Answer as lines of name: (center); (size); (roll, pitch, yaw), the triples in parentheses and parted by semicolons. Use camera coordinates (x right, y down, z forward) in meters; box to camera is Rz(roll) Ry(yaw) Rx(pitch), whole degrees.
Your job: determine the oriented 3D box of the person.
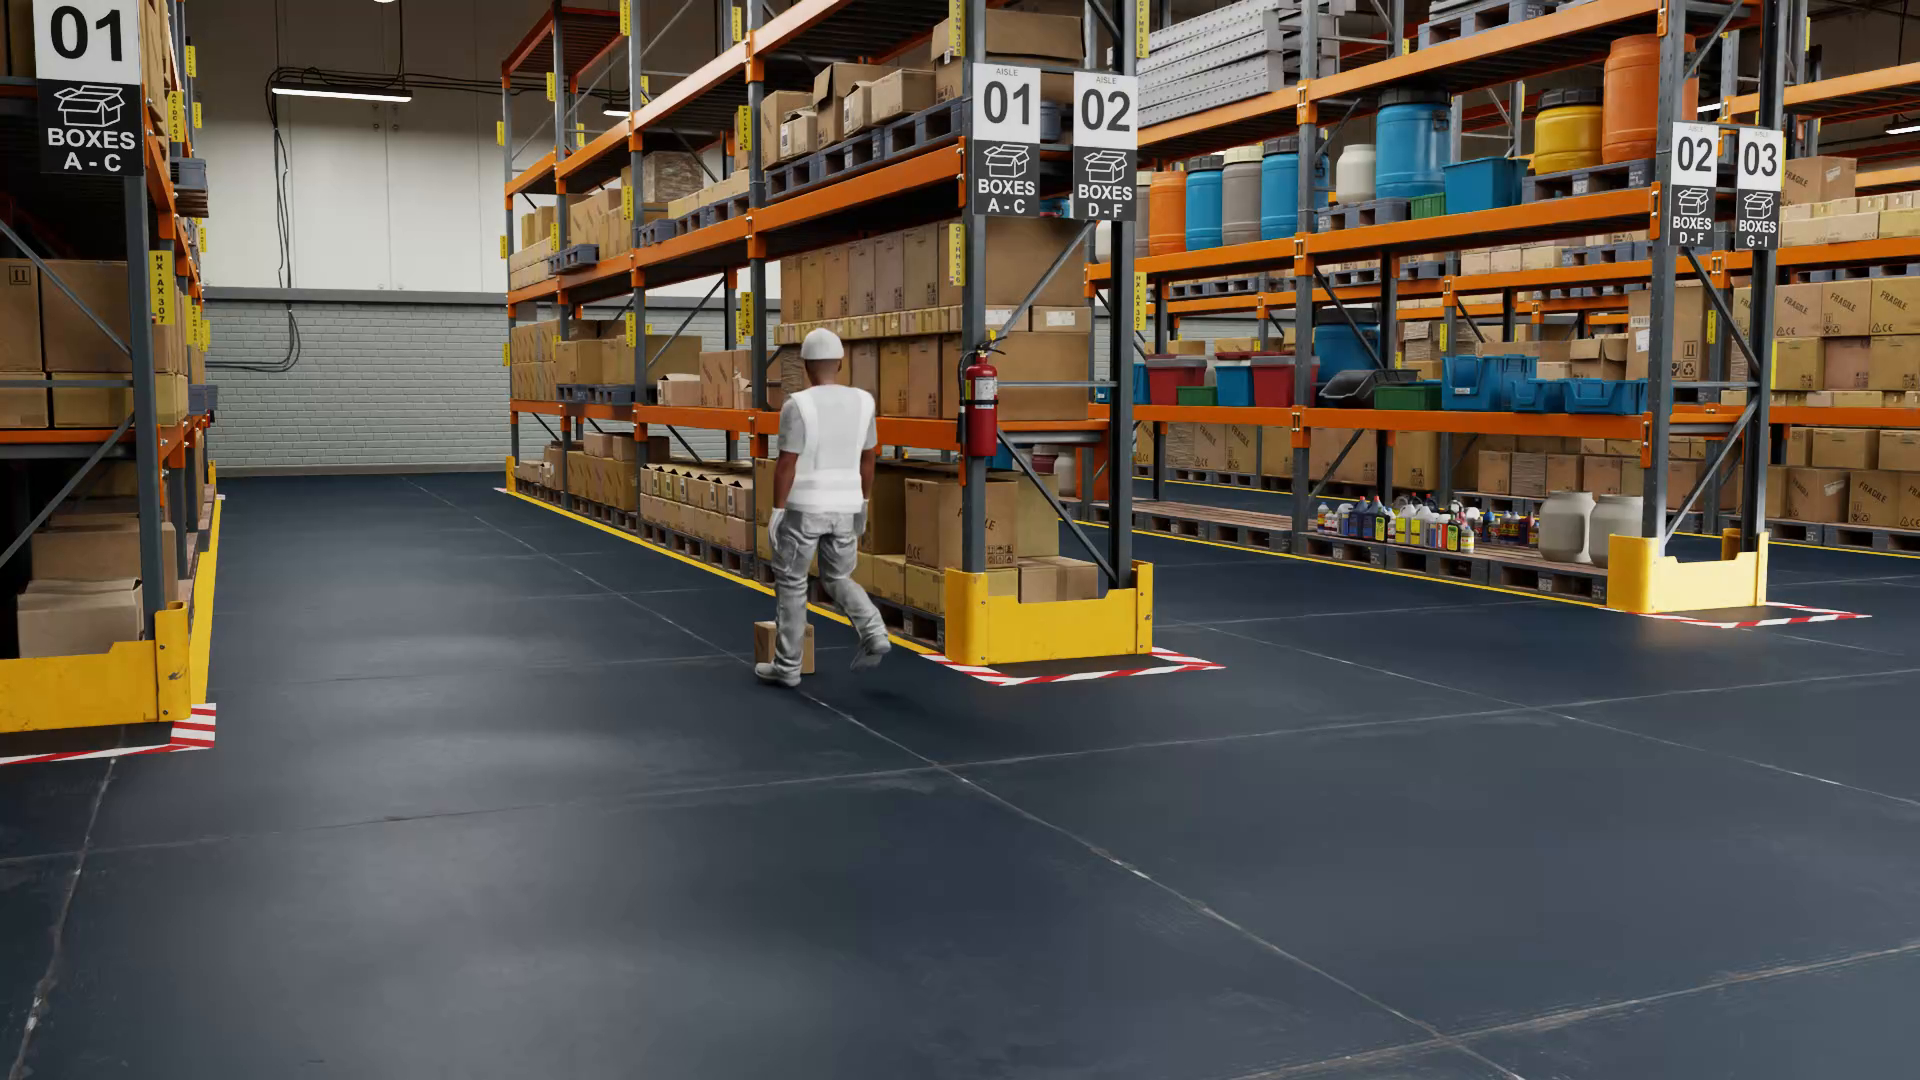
person: (-0.703, -0.151, 8.194); (0.584, 1.770, 0.779); (-4, 7, -36)
